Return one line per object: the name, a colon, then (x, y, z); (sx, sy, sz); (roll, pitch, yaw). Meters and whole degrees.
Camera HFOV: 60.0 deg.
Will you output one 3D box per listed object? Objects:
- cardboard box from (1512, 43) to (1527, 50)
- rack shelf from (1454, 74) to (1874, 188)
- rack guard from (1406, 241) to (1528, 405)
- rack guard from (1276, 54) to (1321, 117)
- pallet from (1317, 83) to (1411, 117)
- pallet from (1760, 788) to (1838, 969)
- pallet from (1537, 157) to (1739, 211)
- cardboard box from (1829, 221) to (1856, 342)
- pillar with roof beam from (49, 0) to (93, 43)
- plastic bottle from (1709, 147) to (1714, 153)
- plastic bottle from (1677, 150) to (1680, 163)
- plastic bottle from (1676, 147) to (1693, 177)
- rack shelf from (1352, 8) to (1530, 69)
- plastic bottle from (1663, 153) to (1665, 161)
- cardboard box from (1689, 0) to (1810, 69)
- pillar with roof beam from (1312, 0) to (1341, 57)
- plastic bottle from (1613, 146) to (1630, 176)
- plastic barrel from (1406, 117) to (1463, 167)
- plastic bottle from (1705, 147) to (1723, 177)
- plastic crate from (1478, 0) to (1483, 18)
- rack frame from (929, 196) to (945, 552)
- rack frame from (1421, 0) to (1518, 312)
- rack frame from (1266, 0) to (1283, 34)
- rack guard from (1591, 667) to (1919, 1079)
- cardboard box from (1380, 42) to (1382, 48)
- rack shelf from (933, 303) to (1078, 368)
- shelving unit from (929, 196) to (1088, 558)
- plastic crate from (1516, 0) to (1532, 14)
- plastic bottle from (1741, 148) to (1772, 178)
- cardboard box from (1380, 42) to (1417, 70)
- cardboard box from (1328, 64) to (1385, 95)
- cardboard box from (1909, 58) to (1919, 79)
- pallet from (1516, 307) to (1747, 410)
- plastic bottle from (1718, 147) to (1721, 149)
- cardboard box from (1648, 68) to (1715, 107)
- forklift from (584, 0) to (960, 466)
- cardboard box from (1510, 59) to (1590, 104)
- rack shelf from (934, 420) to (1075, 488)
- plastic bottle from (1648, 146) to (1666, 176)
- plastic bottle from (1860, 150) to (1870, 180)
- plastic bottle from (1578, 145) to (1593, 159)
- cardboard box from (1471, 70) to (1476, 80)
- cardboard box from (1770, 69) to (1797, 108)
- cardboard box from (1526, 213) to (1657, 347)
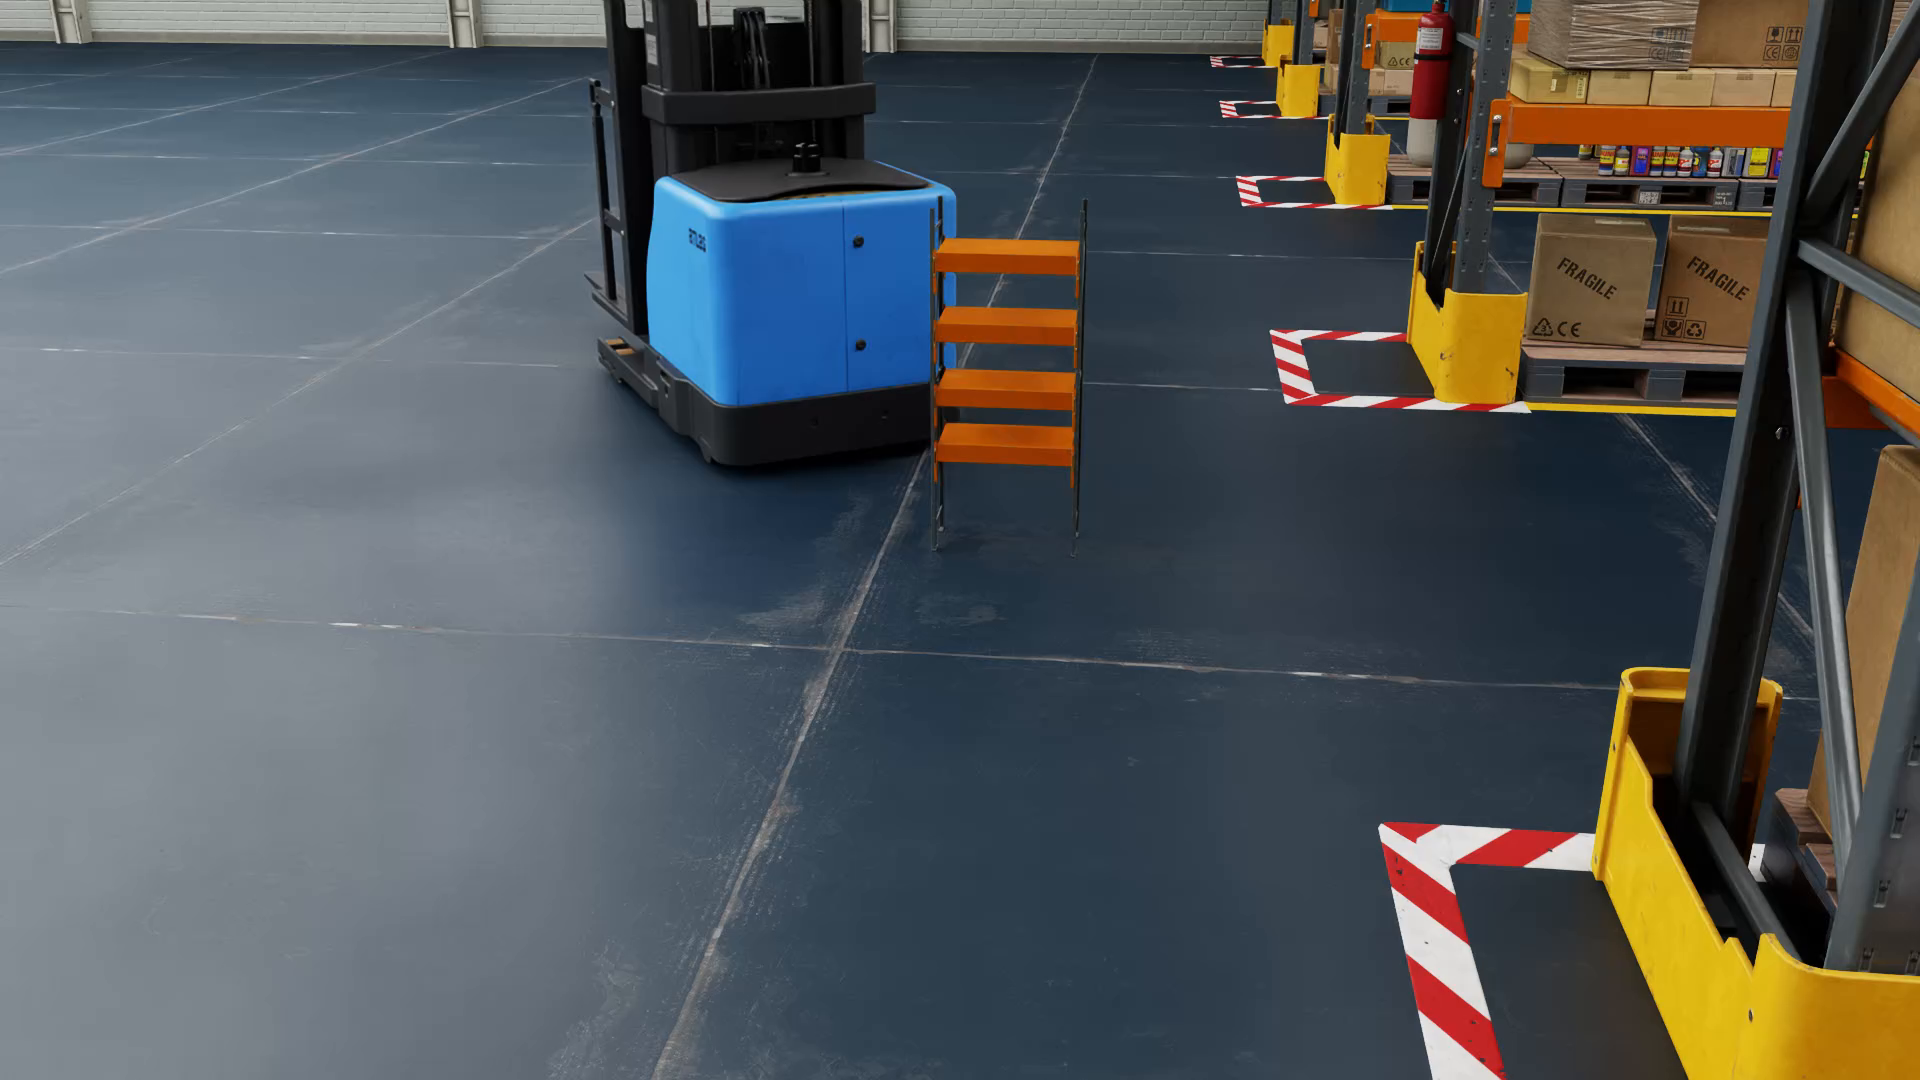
cardboard box: (5.489, -4.935, 16.492); (0.500, 0.500, 0.500); (2, 22, 6)
rack shelf: (4.310, -1.803, 7.398); (4.000, 0.370, 1.077); (2, 22, 6)
rack guard: (2.400, -1.058, 7.936); (0.348, 0.500, 1.175); (2, 22, 6)
rack guard: (3.470, -4.679, 17.095); (0.348, 0.500, 1.175); (2, 22, 6)
pallet: (4.258, -4.526, 17.100); (1.213, 0.211, 1.003); (2, 22, 6)
pallet: (2.443, 0.886, 3.412); (1.213, 0.211, 1.003); (2, 22, 6)
pallet: (5.002, -2.658, 12.377); (1.213, 0.211, 1.003); (2, 22, 6)
cardboard box: (4.159, -1.176, 7.663); (0.500, 0.500, 0.500); (5, 22, 11)
pillar with roof beam: (-13.512, -9.932, 18.821); (0.400, 9.000, 9.100); (2, 22, 6)
plastic bottle: (5.661, -2.978, 12.599); (0.097, 0.201, 0.097); (0, 22, 0)
plastic bottle: (5.361, -2.937, 12.497); (0.097, 0.201, 0.097); (0, 22, 0)
plastic bottle: (5.209, -2.720, 11.947); (0.097, 0.201, 0.097); (0, 22, 0)
rack shelf: (4.893, -3.611, 11.972); (4.000, 0.370, 1.077); (2, 22, 6)
plastic bottle: (5.332, -3.053, 12.586); (0.185, 0.351, 0.144); (3, 22, 9)
cardboard box: (3.378, -2.397, 7.382); (0.500, 0.500, 0.875); (2, 22, 6)
pillar with roof beam: (4.363, -9.153, 16.851); (0.400, 9.000, 9.100); (2, 22, 6)
plastic bottle: (4.774, -2.739, 11.995); (0.097, 0.201, 0.097); (0, 22, 0)
plastic barrel: (3.570, -3.070, 12.437); (0.421, 0.512, 0.421); (0, 22, 0)
plastic bottle: (5.413, -2.711, 11.924); (0.097, 0.201, 0.097); (0, 22, 0)
plastic crate: (3.758, -3.753, 11.712); (0.250, 0.136, 0.298); (2, 22, 6)
rack frame: (-0.078, -0.561, 5.728); (0.015, 1.200, 0.240); (2, 22, 6)
rack frame: (2.324, -2.224, 7.484); (0.127, 3.000, 1.000); (2, 22, 6)
rack frame: (4.073, -7.649, 21.208); (0.127, 3.000, 1.000); (2, 22, 6)
rack guard: (1.616, 0.744, 3.377); (0.348, 0.500, 1.175); (2, 22, 6)
cardboard box: (5.316, -6.516, 21.400); (0.500, 0.311, 0.500); (4, 22, 11)
rack shelf: (0.164, -0.696, 5.644); (0.480, 0.148, 0.258); (2, 22, 6)
shelving unit: (0.164, -0.551, 5.701); (0.503, 1.200, 0.258); (2, 22, 6)
plastic crate: (4.083, -4.020, 12.231); (0.408, 0.251, 0.499); (2, 22, 6)
plastic bottle: (5.694, -2.777, 11.887); (0.185, 0.351, 0.144); (2, 22, 6)
cardboard box: (4.497, -4.980, 16.606); (0.500, 0.500, 0.500); (2, 22, 6)
cardboard box: (4.000, -4.652, 16.797); (0.500, 0.250, 0.500); (2, 22, 6)
cardboard box: (2.004, -0.959, 2.612); (0.550, 0.550, 0.875); (2, 22, 6)
pallet: (3.202, -0.875, 7.867); (1.213, 0.211, 1.003); (2, 22, 6)
plastic bottle: (5.545, -2.793, 12.020); (0.133, 0.283, 0.061); (2, 22, 6)
cardboard box: (3.072, -1.973, 7.193); (0.250, 0.149, 0.380); (2, 22, 6)
forklift: (-1.082, -2.156, 7.408); (1.130, 2.935, 3.031); (-10, 24, -23)
cardboard box: (2.579, -2.007, 7.279); (0.250, 0.149, 0.380); (2, 22, 6)
rack shelf: (0.164, -0.304, 5.799); (0.480, 0.148, 0.258); (2, 22, 6)
plastic bottle: (5.011, -2.761, 11.955); (0.097, 0.271, 0.097); (0, 22, 0)
plastic bottle: (6.363, -2.701, 11.787); (0.133, 0.283, 0.061); (4, 22, 9)
plastic bottle: (4.782, -3.016, 12.696); (0.097, 0.201, 0.097); (0, 22, 0)
cardboard box: (4.993, -4.610, 16.690); (0.500, 0.250, 0.500); (2, 22, 6)
cardboard box: (3.570, -1.957, 7.151); (0.250, 0.149, 0.380); (2, 22, 6)
cardboard box: (2.942, -1.223, 7.783); (0.500, 0.500, 0.500); (7, 23, 16)
